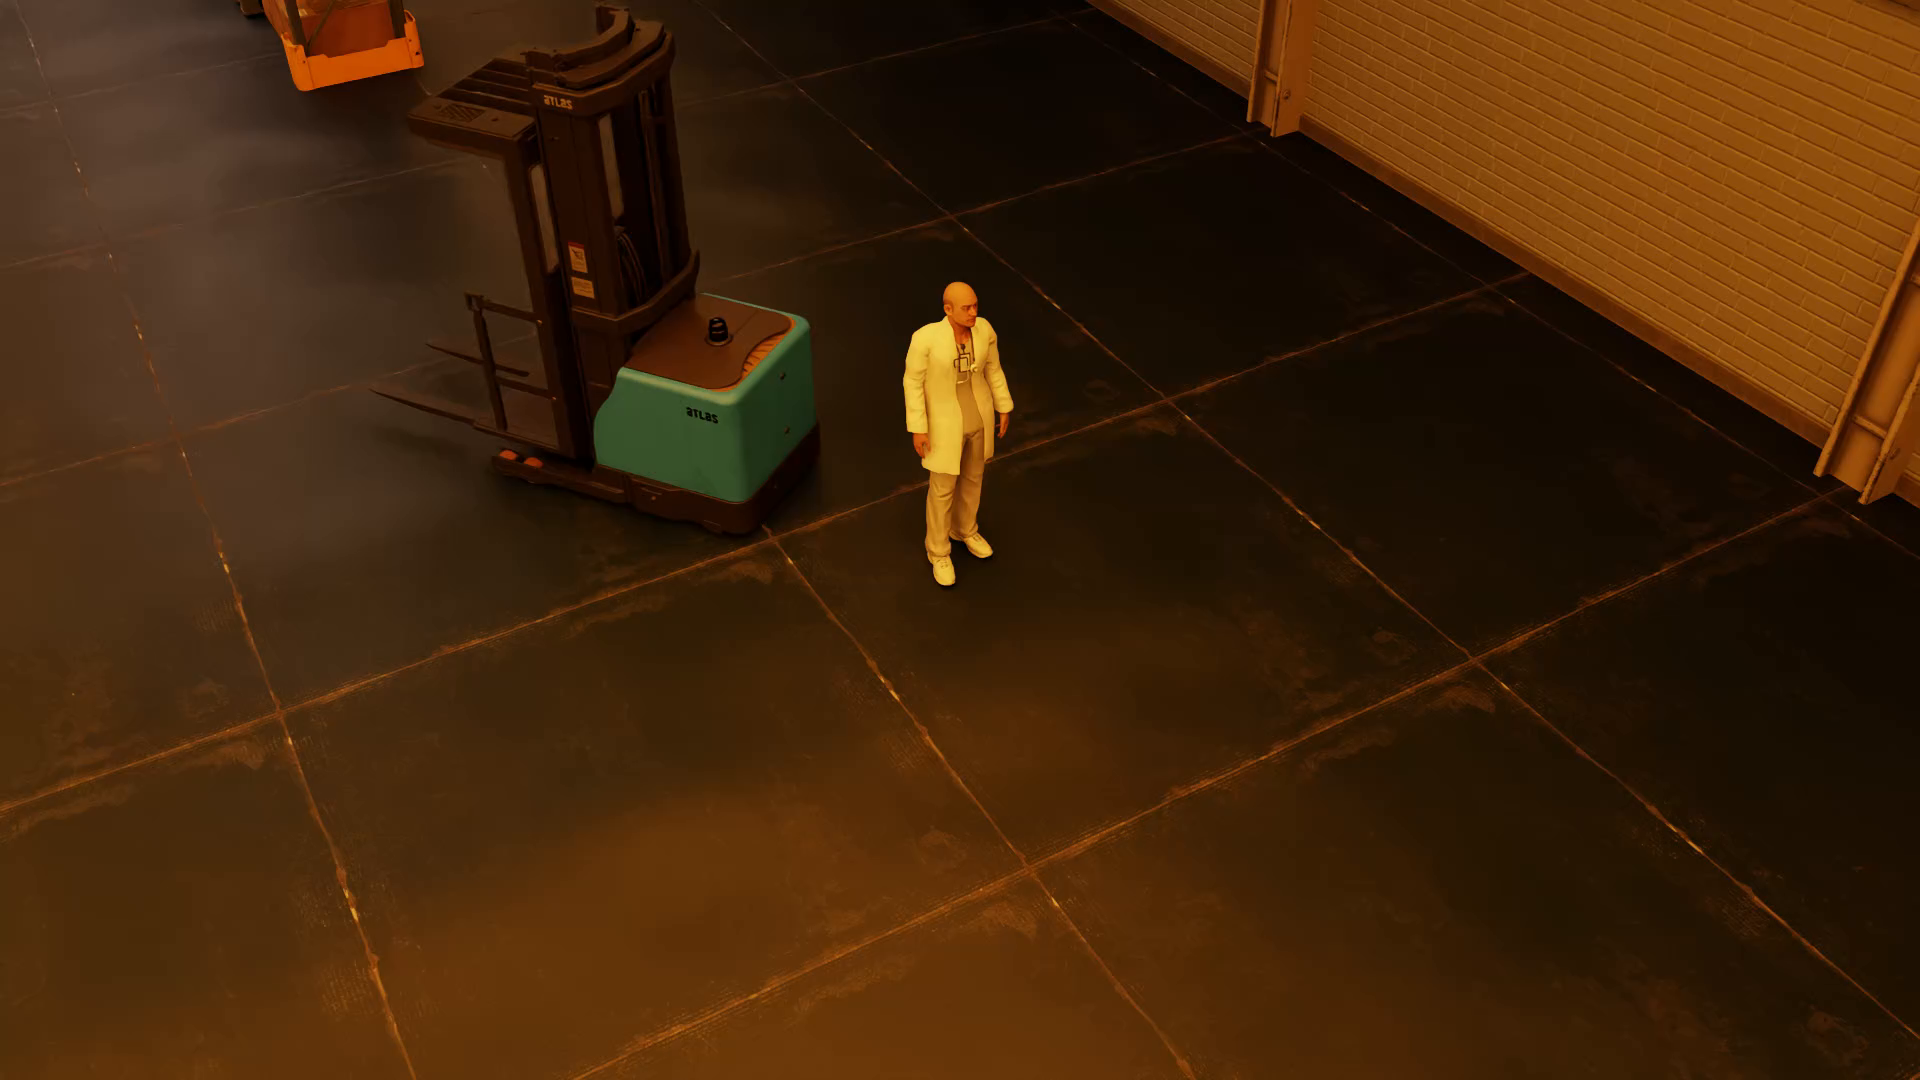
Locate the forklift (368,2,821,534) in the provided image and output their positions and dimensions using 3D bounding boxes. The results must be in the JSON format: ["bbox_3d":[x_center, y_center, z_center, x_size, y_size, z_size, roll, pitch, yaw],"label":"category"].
[{"bbox_3d":[-2.479,-1.786,10.189,3.031,2.935,1.130,16,42,18],"label":"forklift"}]

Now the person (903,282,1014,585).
[{"bbox_3d":[0.042,-0.638,9.698,0.698,1.776,0.580,-20,44,-23],"label":"person"}]
